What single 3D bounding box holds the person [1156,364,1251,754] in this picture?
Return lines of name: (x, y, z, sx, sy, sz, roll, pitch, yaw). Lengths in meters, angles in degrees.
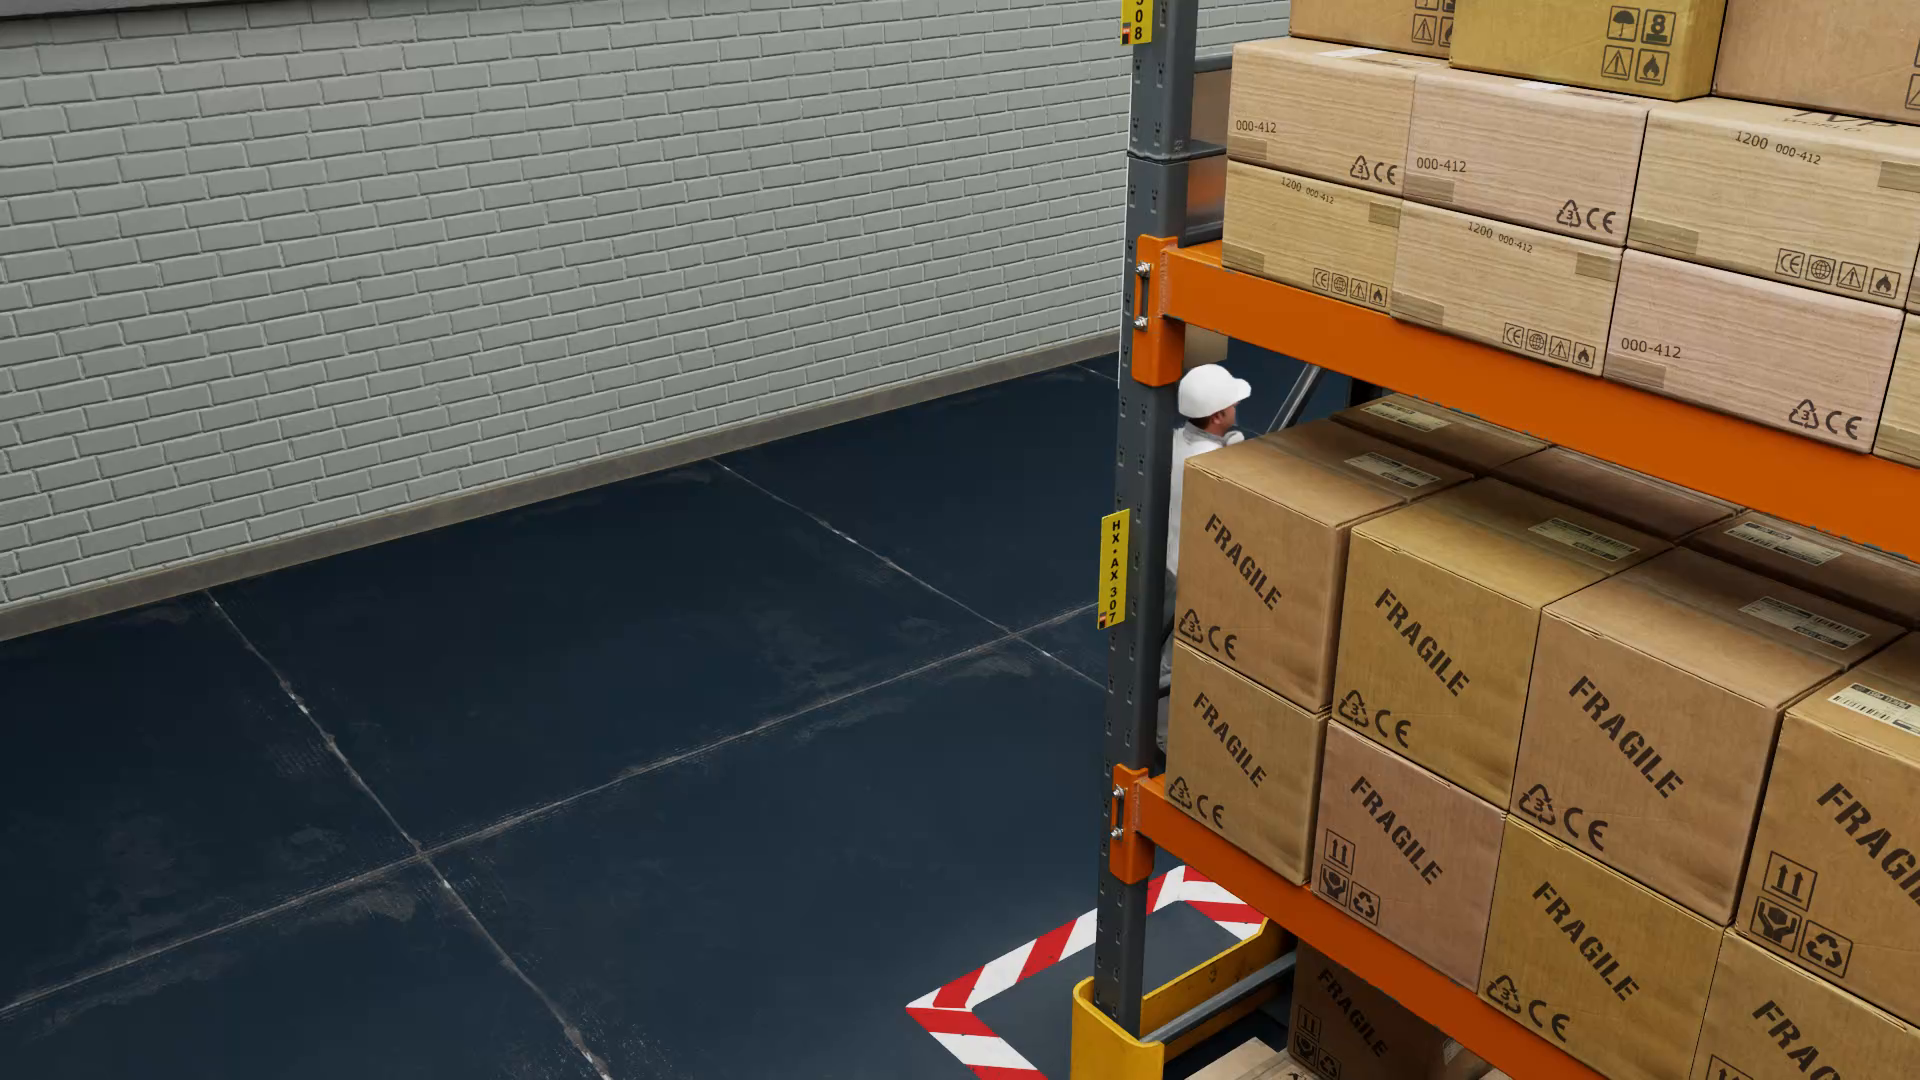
person: (1.082, 0.116, 6.815, 0.545, 1.777, 0.560, -8, 26, -18)
